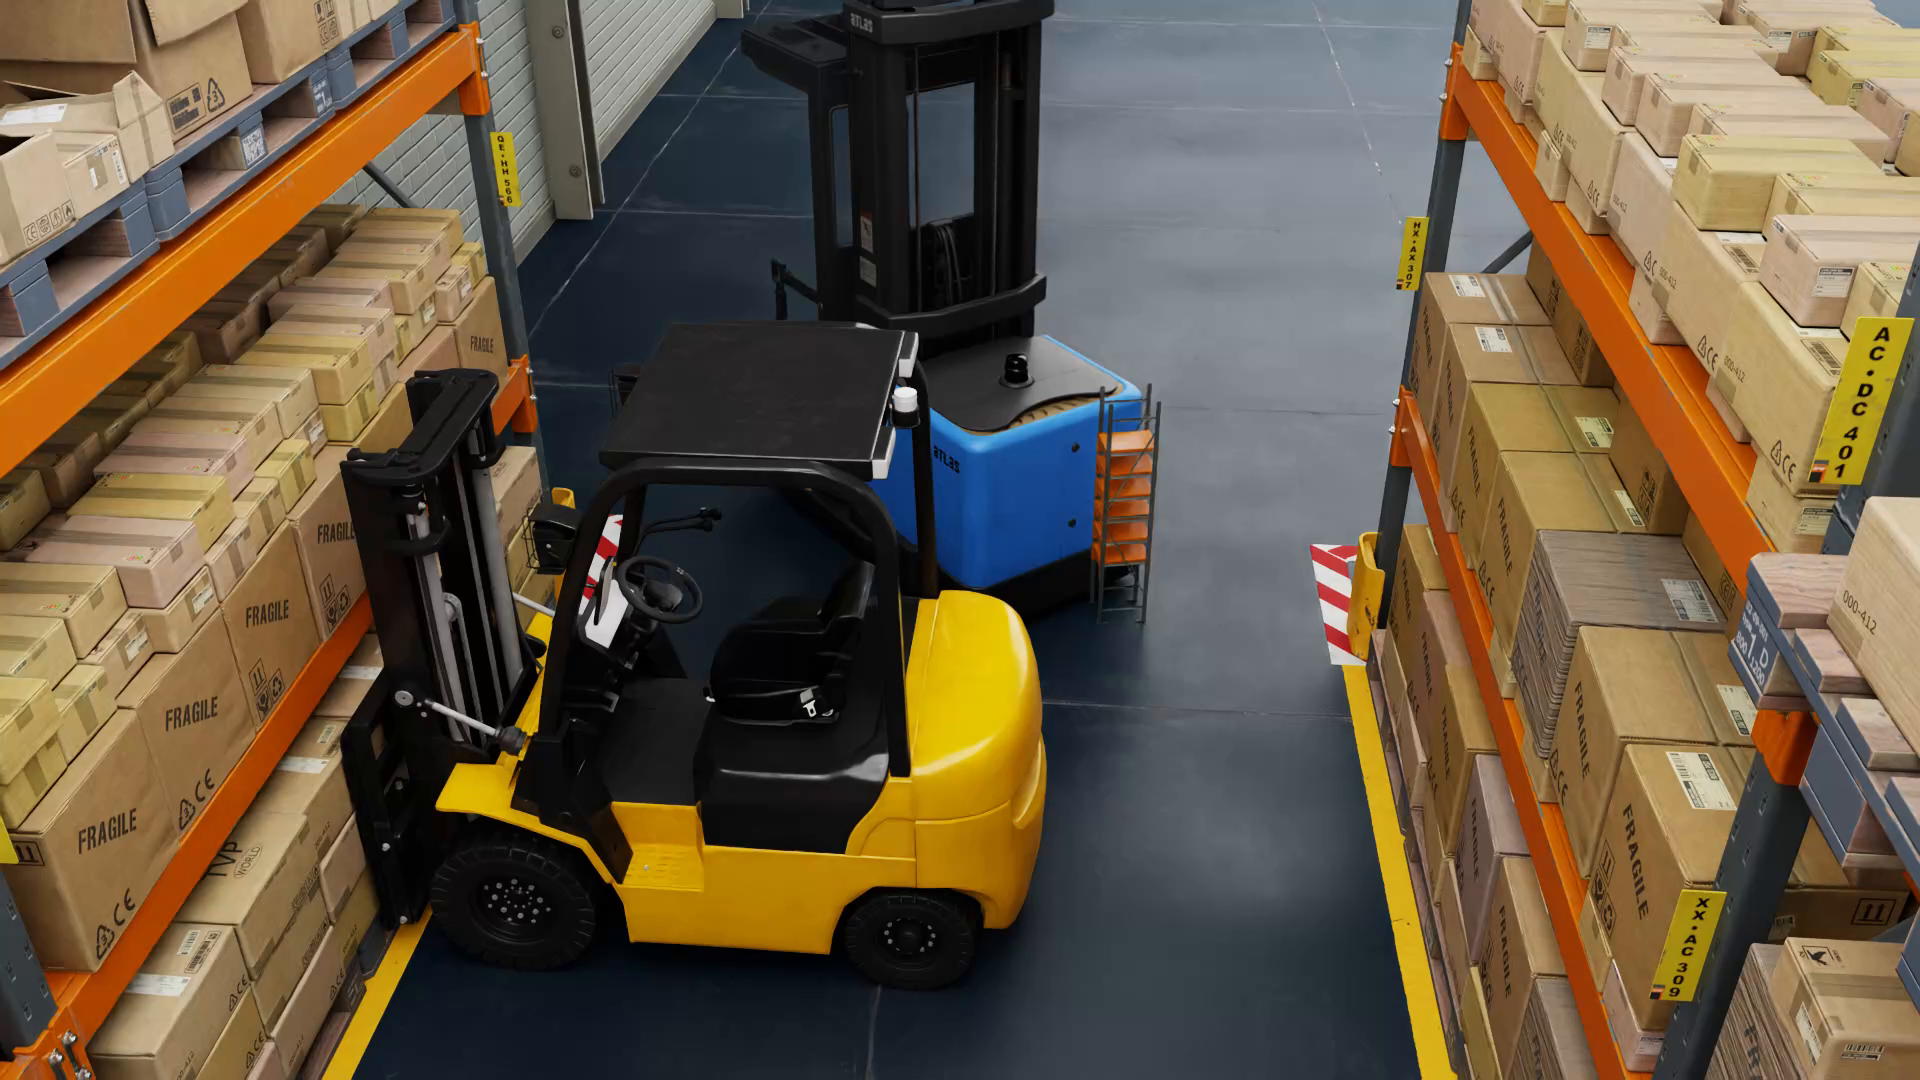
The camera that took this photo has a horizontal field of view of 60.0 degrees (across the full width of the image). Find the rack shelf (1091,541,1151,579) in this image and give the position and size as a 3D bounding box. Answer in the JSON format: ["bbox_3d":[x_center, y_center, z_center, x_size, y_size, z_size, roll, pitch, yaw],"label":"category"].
[{"bbox_3d":[0.773,0.088,8.005,0.258,0.103,0.180,-4,32,-7],"label":"rack shelf"}]

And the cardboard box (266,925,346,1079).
[{"bbox_3d":[-2.422,1.552,5.594,0.500,0.250,0.500,2,32,3],"label":"cardboard box"}]

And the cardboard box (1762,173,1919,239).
[{"bbox_3d":[1.993,-0.681,3.617,0.380,0.149,0.250,3,32,5],"label":"cardboard box"}]

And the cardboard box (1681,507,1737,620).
[{"bbox_3d":[2.513,-0.068,4.670,0.700,0.500,0.500,2,32,3],"label":"cardboard box"}]

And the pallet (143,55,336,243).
[{"bbox_3d":[-2.672,-1.258,5.157,1.003,0.211,1.213,2,32,4],"label":"pallet"}]

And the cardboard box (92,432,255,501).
[{"bbox_3d":[-2.470,-0.212,5.237,0.380,0.149,0.250,2,32,4],"label":"cardboard box"}]

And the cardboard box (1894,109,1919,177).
[{"bbox_3d":[2.521,-0.928,4.018,0.380,0.149,0.250,1,32,2],"label":"cardboard box"}]

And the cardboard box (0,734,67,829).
[{"bbox_3d":[-2.529,0.591,4.219,0.380,0.149,0.250,2,32,3],"label":"cardboard box"}]

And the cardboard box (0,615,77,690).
[{"bbox_3d":[-2.582,0.324,4.368,0.380,0.149,0.250,3,32,5],"label":"cardboard box"}]

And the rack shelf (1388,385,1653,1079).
[{"bbox_3d":[2.293,0.535,5.708,1.077,0.370,4.000,2,32,4],"label":"rack shelf"}]

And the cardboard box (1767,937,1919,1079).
[{"bbox_3d":[1.739,0.882,3.063,0.380,0.149,0.250,2,32,4],"label":"cardboard box"}]

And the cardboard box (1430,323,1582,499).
[{"bbox_3d":[2.102,-0.479,6.289,0.500,0.500,0.500,3,32,5],"label":"cardboard box"}]

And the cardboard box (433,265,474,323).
[{"bbox_3d":[-2.232,-1.017,6.828,0.380,0.149,0.250,3,32,5],"label":"cardboard box"}]

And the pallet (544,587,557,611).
[{"bbox_3d":[-2.512,0.562,7.637,1.003,0.211,1.213,2,32,4],"label":"pallet"}]

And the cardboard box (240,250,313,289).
[{"bbox_3d":[-2.794,-1.032,6.568,0.380,0.149,0.250,3,32,5],"label":"cardboard box"}]

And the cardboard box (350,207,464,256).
[{"bbox_3d":[-2.311,-1.276,6.964,0.380,0.149,0.250,3,32,4],"label":"cardboard box"}]

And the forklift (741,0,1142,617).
[{"bbox_3d":[-0.364,-1.541,8.457,1.130,2.935,3.031,-20,37,-29],"label":"forklift"}]

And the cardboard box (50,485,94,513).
[{"bbox_3d":[-2.947,-0.108,5.353,0.380,0.149,0.250,2,32,3],"label":"cardboard box"}]

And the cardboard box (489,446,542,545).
[{"bbox_3d":[-2.218,-0.207,7.494,0.500,0.250,0.500,3,32,6],"label":"cardboard box"}]

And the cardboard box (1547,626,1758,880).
[{"bbox_3d":[1.953,0.593,4.549,0.500,0.500,0.500,3,32,6],"label":"cardboard box"}]

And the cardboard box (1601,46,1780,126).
[{"bbox_3d":[1.969,-1.224,4.498,0.380,0.149,0.250,3,32,5],"label":"cardboard box"}]

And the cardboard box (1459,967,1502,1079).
[{"bbox_3d":[1.944,1.667,5.406,0.500,0.250,0.500,2,32,3],"label":"cardboard box"}]

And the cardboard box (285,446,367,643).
[{"bbox_3d":[-2.393,0.001,5.793,0.500,0.500,0.500,3,32,4],"label":"cardboard box"}]

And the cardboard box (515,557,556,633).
[{"bbox_3d":[-2.215,0.224,7.748,0.500,0.250,0.500,3,32,4],"label":"cardboard box"}]

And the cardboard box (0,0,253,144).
[{"bbox_3d":[-2.554,-1.492,4.858,0.797,0.503,0.637,3,32,6],"label":"cardboard box"}]

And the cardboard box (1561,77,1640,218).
[{"bbox_3d":[2.020,-1.104,4.682,0.500,0.250,0.500,3,32,5],"label":"cardboard box"}]

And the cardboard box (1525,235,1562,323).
[{"bbox_3d":[2.632,-1.135,6.401,0.700,0.500,0.500,2,32,3],"label":"cardboard box"}]

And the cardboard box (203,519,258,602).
[{"bbox_3d":[-2.400,0.055,5.088,0.380,0.149,0.250,2,32,3],"label":"cardboard box"}]

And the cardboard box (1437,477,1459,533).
[{"bbox_3d":[2.046,-0.142,6.361,0.380,0.149,0.250,3,32,5],"label":"cardboard box"}]

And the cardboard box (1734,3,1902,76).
[{"bbox_3d":[2.514,-1.476,4.906,0.380,0.149,0.250,2,32,3],"label":"cardboard box"}]

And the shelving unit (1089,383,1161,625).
[{"bbox_3d":[0.773,-0.154,7.854,0.258,1.200,0.189,-4,32,-7],"label":"shelving unit"}]

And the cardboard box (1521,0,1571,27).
[{"bbox_3d":[2.042,-1.760,5.368,0.380,0.149,0.250,2,32,4],"label":"cardboard box"}]

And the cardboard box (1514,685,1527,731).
[{"bbox_3d":[1.982,0.537,5.259,0.380,0.149,0.250,2,32,3],"label":"cardboard box"}]

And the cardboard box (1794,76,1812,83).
[{"bbox_3d":[2.603,-1.343,5.070,0.500,0.250,0.500,3,32,5],"label":"cardboard box"}]

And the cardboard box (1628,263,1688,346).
[{"bbox_3d":[1.950,-0.611,4.262,0.380,0.149,0.250,3,32,5],"label":"cardboard box"}]

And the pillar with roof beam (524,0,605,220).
[{"bbox_3d":[1.332,-6.209,10.247,9.100,9.000,0.400,2,32,4],"label":"pillar with roof beam"}]

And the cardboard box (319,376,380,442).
[{"bbox_3d":[-2.321,-0.480,5.957,0.380,0.149,0.250,3,32,4],"label":"cardboard box"}]

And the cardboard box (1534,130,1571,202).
[{"bbox_3d":[2.004,-1.151,5.140,0.380,0.149,0.250,3,32,5],"label":"cardboard box"}]

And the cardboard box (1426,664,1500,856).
[{"bbox_3d":[2.026,0.814,6.076,0.500,0.500,0.500,3,32,5],"label":"cardboard box"}]

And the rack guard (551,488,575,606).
[{"bbox_3d":[-2.490,0.025,8.233,1.175,0.500,0.348,2,32,4],"label":"rack guard"}]

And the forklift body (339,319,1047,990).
[{"bbox_3d":[-0.828,0.404,6.044,2.313,2.155,1.214,2,32,4],"label":"forklift body"}]

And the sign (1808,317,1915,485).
[{"bbox_3d":[1.589,-0.241,2.931,0.100,0.325,0.005,2,32,4],"label":"sign"}]

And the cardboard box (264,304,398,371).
[{"bbox_3d":[-2.299,-0.740,6.094,0.380,0.149,0.250,3,32,5],"label":"cardboard box"}]

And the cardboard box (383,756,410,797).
[{"bbox_3d":[-2.337,0.814,6.314,0.500,0.250,0.500,2,32,4],"label":"cardboard box"}]

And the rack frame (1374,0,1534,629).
[{"bbox_3d":[2.456,-0.817,7.216,1.000,3.000,0.127,2,32,4],"label":"rack frame"}]

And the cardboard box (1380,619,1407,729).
[{"bbox_3d":[2.114,0.585,7.162,0.500,0.250,0.500,2,32,4],"label":"cardboard box"}]

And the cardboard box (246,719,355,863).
[{"bbox_3d":[-2.385,0.864,5.757,0.500,0.250,0.500,3,32,6],"label":"cardboard box"}]

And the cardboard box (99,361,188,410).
[{"bbox_3d":[-2.887,-0.498,5.702,0.380,0.149,0.250,3,32,4],"label":"cardboard box"}]

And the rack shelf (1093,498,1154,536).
[{"bbox_3d":[0.773,-0.116,7.878,0.258,0.103,0.180,-4,32,-7],"label":"rack shelf"}]

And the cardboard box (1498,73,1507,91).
[{"bbox_3d":[2.173,-1.686,6.007,0.380,0.149,0.250,1,32,2],"label":"cardboard box"}]

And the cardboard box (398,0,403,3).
[{"bbox_3d":[-2.285,-2.326,6.215,0.500,0.500,0.500,3,32,6],"label":"cardboard box"}]
